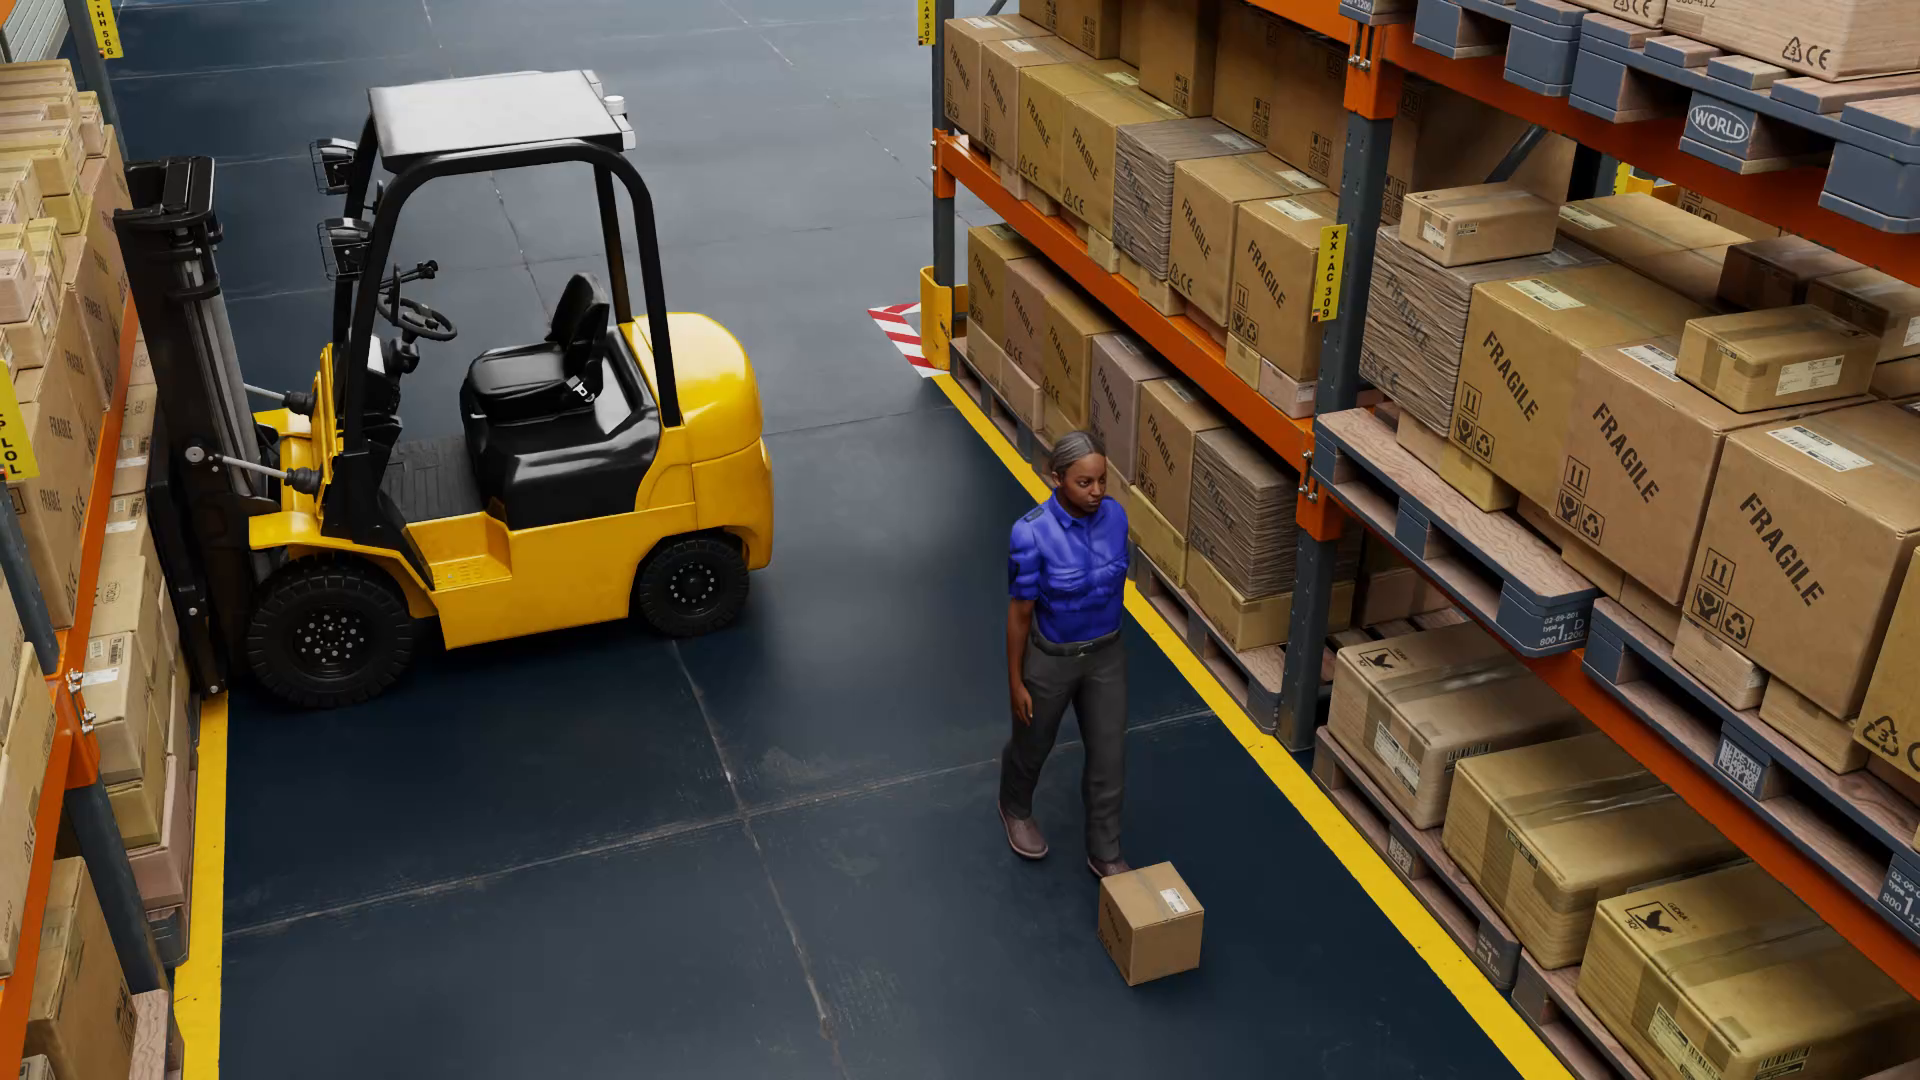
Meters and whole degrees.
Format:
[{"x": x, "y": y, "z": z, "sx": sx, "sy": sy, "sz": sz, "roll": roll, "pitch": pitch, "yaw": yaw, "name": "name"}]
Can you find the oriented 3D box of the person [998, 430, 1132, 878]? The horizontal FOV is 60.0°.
[{"x": 0.364, "y": 0.411, "z": 5.410, "sx": 0.456, "sy": 1.655, "sz": 0.655, "roll": -13, "pitch": 32, "yaw": -21, "name": "person"}]
